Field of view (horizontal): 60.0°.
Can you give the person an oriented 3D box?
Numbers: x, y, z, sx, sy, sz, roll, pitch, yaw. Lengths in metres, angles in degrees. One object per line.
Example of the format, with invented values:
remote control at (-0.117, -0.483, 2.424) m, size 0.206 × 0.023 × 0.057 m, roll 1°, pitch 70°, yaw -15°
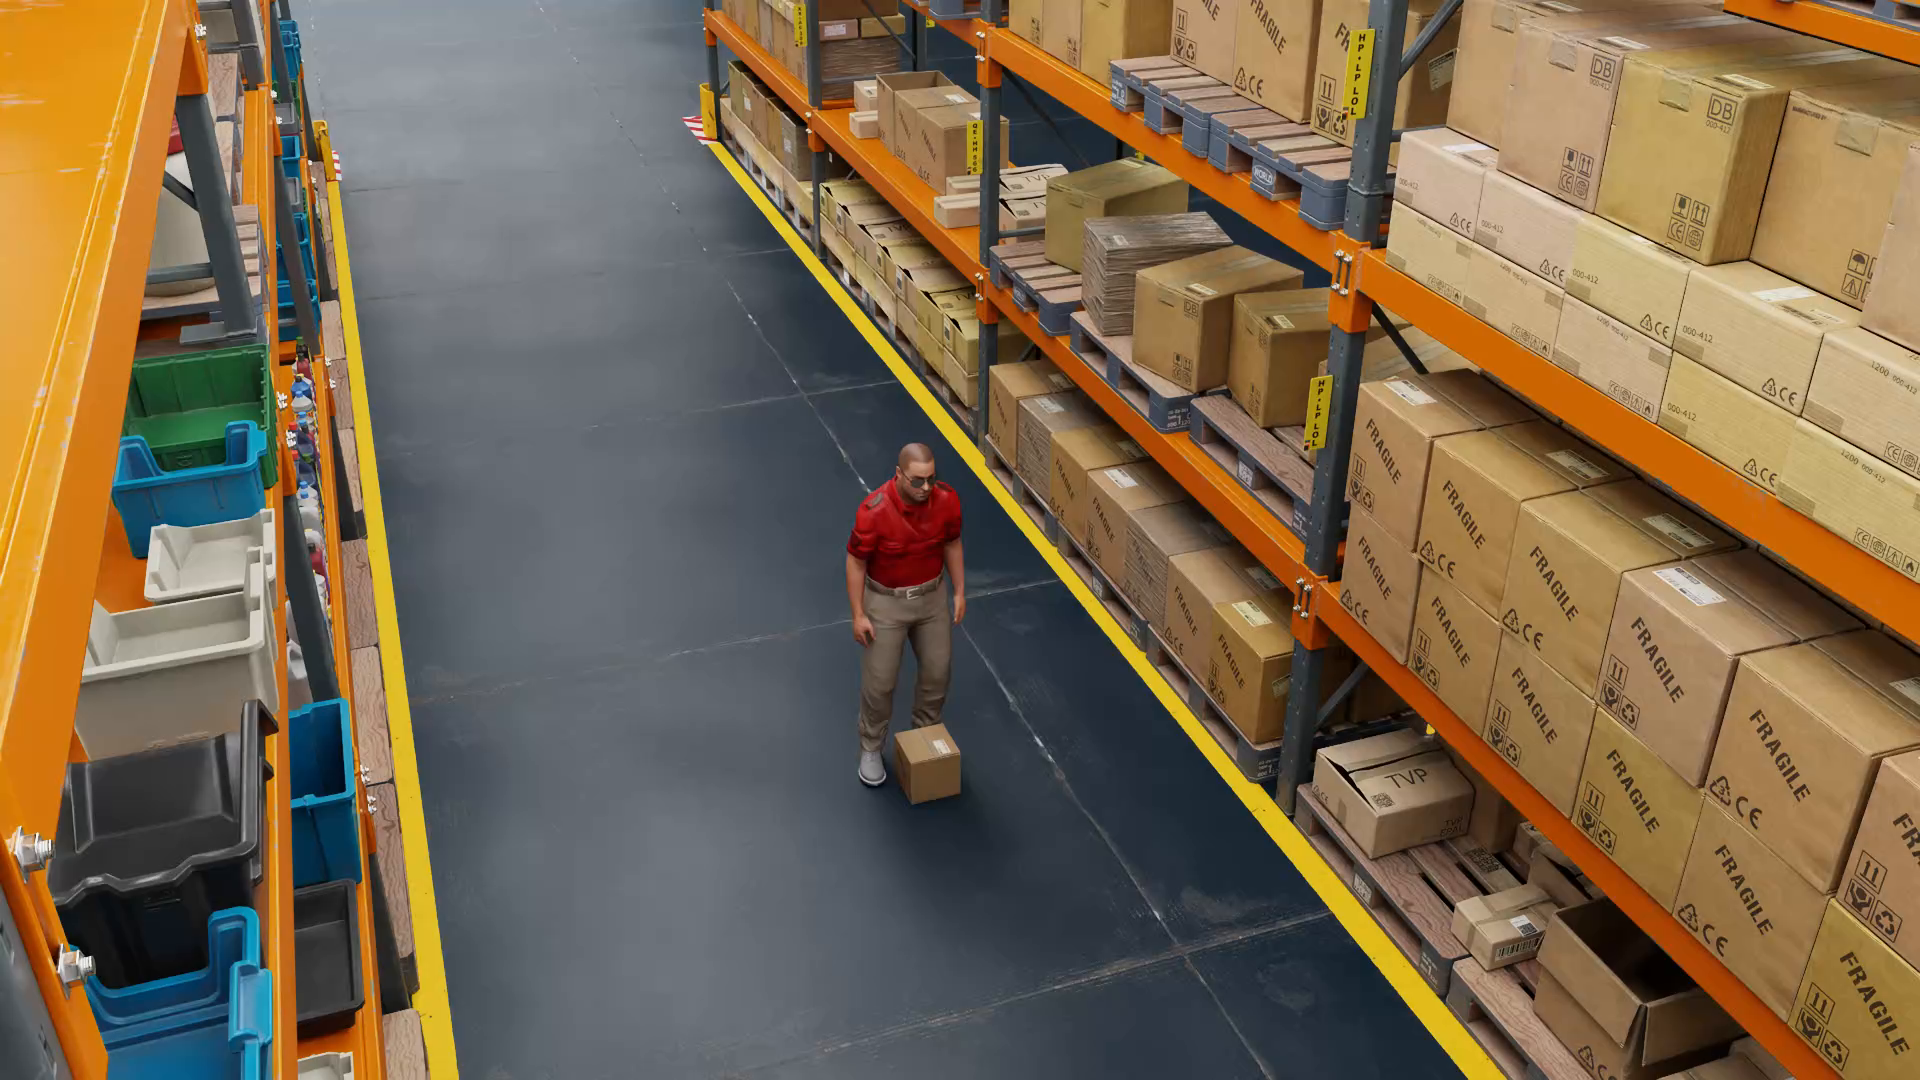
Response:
person at (-0.246, 0.311, 7.813) m, size 0.605 × 1.726 × 0.394 m, roll -12°, pitch 32°, yaw -21°
